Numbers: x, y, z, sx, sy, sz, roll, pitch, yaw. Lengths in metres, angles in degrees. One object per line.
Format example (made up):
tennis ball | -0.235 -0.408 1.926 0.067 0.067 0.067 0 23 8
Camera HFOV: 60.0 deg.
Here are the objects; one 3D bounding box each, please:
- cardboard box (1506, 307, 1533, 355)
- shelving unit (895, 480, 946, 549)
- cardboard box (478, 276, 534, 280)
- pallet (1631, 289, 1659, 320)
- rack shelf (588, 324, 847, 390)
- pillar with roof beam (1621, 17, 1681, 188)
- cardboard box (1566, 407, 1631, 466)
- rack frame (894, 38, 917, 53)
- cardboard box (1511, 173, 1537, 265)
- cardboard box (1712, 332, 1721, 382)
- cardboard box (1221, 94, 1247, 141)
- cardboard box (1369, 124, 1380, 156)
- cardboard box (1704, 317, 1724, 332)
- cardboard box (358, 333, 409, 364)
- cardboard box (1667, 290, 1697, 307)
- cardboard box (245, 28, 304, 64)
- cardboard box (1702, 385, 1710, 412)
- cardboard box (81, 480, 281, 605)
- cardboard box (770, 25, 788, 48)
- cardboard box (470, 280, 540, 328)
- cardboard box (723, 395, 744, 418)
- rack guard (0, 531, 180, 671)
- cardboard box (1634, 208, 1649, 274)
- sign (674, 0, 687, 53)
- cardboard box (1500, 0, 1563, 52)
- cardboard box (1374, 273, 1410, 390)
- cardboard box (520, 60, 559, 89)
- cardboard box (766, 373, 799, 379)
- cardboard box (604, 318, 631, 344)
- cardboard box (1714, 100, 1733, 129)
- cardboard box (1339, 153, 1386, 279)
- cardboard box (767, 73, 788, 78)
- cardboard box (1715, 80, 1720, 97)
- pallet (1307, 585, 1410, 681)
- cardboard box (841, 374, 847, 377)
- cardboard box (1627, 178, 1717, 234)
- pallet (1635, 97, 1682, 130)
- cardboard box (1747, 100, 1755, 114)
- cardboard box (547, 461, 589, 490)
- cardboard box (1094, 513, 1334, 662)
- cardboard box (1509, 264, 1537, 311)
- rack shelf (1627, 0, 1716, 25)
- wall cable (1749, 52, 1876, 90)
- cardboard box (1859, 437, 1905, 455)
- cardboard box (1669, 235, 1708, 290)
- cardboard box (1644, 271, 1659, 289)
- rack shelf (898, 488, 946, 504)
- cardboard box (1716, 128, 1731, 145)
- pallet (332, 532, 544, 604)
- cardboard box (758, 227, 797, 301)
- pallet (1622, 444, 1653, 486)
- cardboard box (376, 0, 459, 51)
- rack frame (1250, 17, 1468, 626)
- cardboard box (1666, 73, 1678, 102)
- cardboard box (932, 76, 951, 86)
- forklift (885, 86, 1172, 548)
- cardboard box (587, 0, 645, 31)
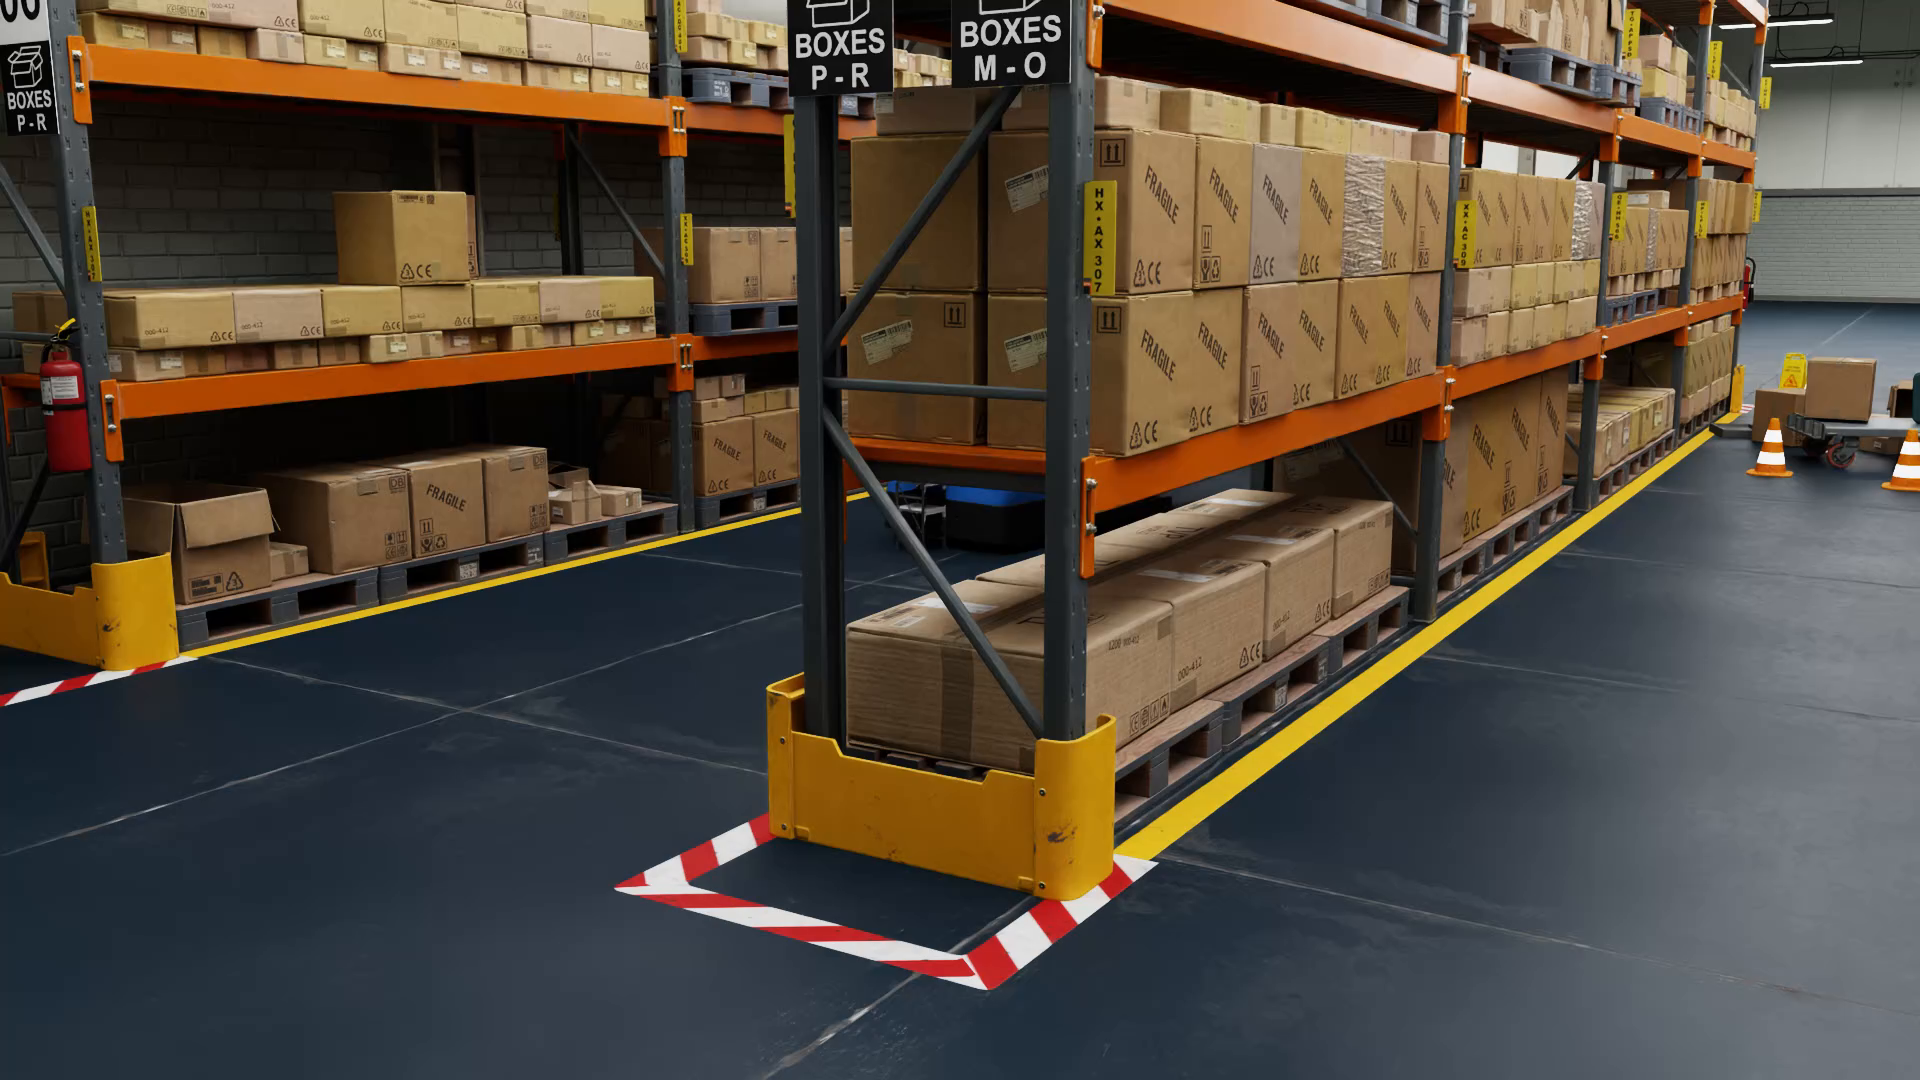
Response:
cardboard box | 3.011 -1.223 9.658 0.500 0.250 0.500 6 12 30
shelving unit | -0.249 -0.389 10.499 0.258 0.900 0.210 9 14 39
cardboard box | -2.976 -1.507 10.364 0.500 0.250 0.500 6 12 30
pallet | 5.080 -1.942 13.613 1.003 0.211 1.213 6 12 31
rack shelf | -1.196 -1.527 12.827 1.077 0.370 4.000 6 12 31
pillar with roof beam | 22.119 -10.685 43.490 9.100 9.000 0.548 6 12 31
cardboard box | 4.765 -0.841 13.208 0.950 0.372 0.625 6 12 30
rack frame | -0.157 -5.144 13.889 1.000 3.000 0.127 6 12 31
cardboard box | 2.987 -1.836 9.535 0.500 0.500 0.500 6 12 29
cardboard box | 7.511 -1.891 17.111 0.500 0.500 0.500 6 12 29
cardboard box | 0.784 -1.473 5.834 0.380 0.149 0.250 6 12 29
cardboard box | 1.639 -1.762 7.377 0.380 0.149 0.250 6 12 30
cardboard box | 7.642 -2.226 17.139 0.380 0.149 0.250 7 13 33
cardboard box | -3.194 -1.037 8.937 0.380 0.149 0.250 6 12 29
cardboard box | 6.601 -2.246 15.396 0.380 0.149 0.250 6 12 30
cardboard box | -3.468 -2.427 8.214 0.380 0.149 0.250 7 13 32
cardboard box | 7.241 -1.441 16.745 0.500 0.250 0.500 6 12 30
cardboard box | -3.912 -0.003 8.377 0.797 0.503 0.637 6 12 28
cardboard box | -1.348 -3.451 11.462 0.380 0.149 0.250 6 12 30
cardboard box | -2.808 -1.378 9.675 0.500 0.250 0.500 6 12 30
cardboard box | -1.743 -0.944 11.651 0.380 0.149 0.250 6 12 29
rack guard | -4.271 0.280 8.015 1.175 0.500 0.348 6 12 31
cardboard box | 5.053 -2.339 12.987 0.500 0.500 0.500 7 12 32
sign | -1.766 -3.244 10.487 0.100 0.325 0.005 6 12 31
cardboard box | 3.258 -2.961 9.605 0.396 0.266 0.258 8 13 35
cardboard box | 1.725 -0.963 7.587 0.500 0.500 0.500 6 12 29
cardboard box | -2.576 -2.714 9.746 0.380 0.149 0.250 6 12 30
cardboard box | -1.320 -1.231 13.180 0.380 0.149 0.250 6 12 31
cardboard box | -2.300 -1.325 10.478 0.380 0.149 0.250 7 13 32
cardboard box | 7.157 -4.100 16.064 0.500 0.250 0.500 7 12 31
cardboard box | 1.474 -1.372 7.058 0.500 0.500 0.500 7 12 31
cardboard box | -1.211 -3.342 11.688 0.380 0.149 0.250 6 12 30
cardboard box | 6.861 -4.196 15.494 0.380 0.149 0.250 6 12 29
pallet | 1.548 0.391 8.209 1.003 0.211 1.213 6 12 31
cardboard box | -0.792 -1.230 13.177 0.380 0.149 0.250 6 12 30
cardboard box | 6.577 -3.086 15.402 0.700 0.500 0.500 6 12 30
pallet | 5.216 -3.482 13.676 1.213 0.211 1.003 6 12 31
cardboard box | 8.317 -4.641 17.871 0.380 0.149 0.250 7 12 31
cardboard box | -2.779 -0.369 10.856 0.500 0.311 0.500 7 13 33
cardboard box | 1.128 0.190 7.523 0.875 0.438 0.875 6 12 29
cardboard box | 3.011 -1.468 9.607 0.500 0.250 0.500 7 12 31
rack shelf | 5.125 -4.434 13.143 1.077 0.370 4.000 6 12 31
wall cable | 23.411 -12.131 45.928 3.097 2.526 0.112 6 12 31
cardboard box | 8.421 -0.930 15.113 0.258 0.266 0.396 -2 11 -9
cardboard box | 6.630 -2.588 15.463 0.500 0.500 0.500 6 12 31
cardboard box | 5.590 -2.167 13.833 0.380 0.149 0.250 6 12 31
rack shelf | -0.249 -0.267 10.522 0.258 0.077 0.200 9 14 39
cardboard box | 7.279 -3.921 16.194 0.380 0.149 0.250 6 12 30
pallet | -3.224 0.105 9.732 1.003 0.211 1.213 6 12 31
cardboard box | -1.523 -1.958 11.761 0.700 0.500 0.500 7 12 31
pallet | 5.128 -0.665 13.845 1.003 0.211 1.213 6 12 31
cardboard box | -3.075 -2.772 8.972 0.500 0.250 0.500 6 12 30
rack frame | 2.010 -1.092 8.551 1.000 3.000 0.127 6 12 31
cardboard box | 5.717 -3.773 13.984 0.500 0.250 0.500 7 12 31
cardboard box | -0.287 -3.674 13.514 0.380 0.149 0.250 6 12 29
forklift | 0.832 -1.610 11.504 1.130 2.935 3.031 9 14 39
cardboard box | -2.290 -3.256 10.199 0.500 0.250 0.500 6 12 31
